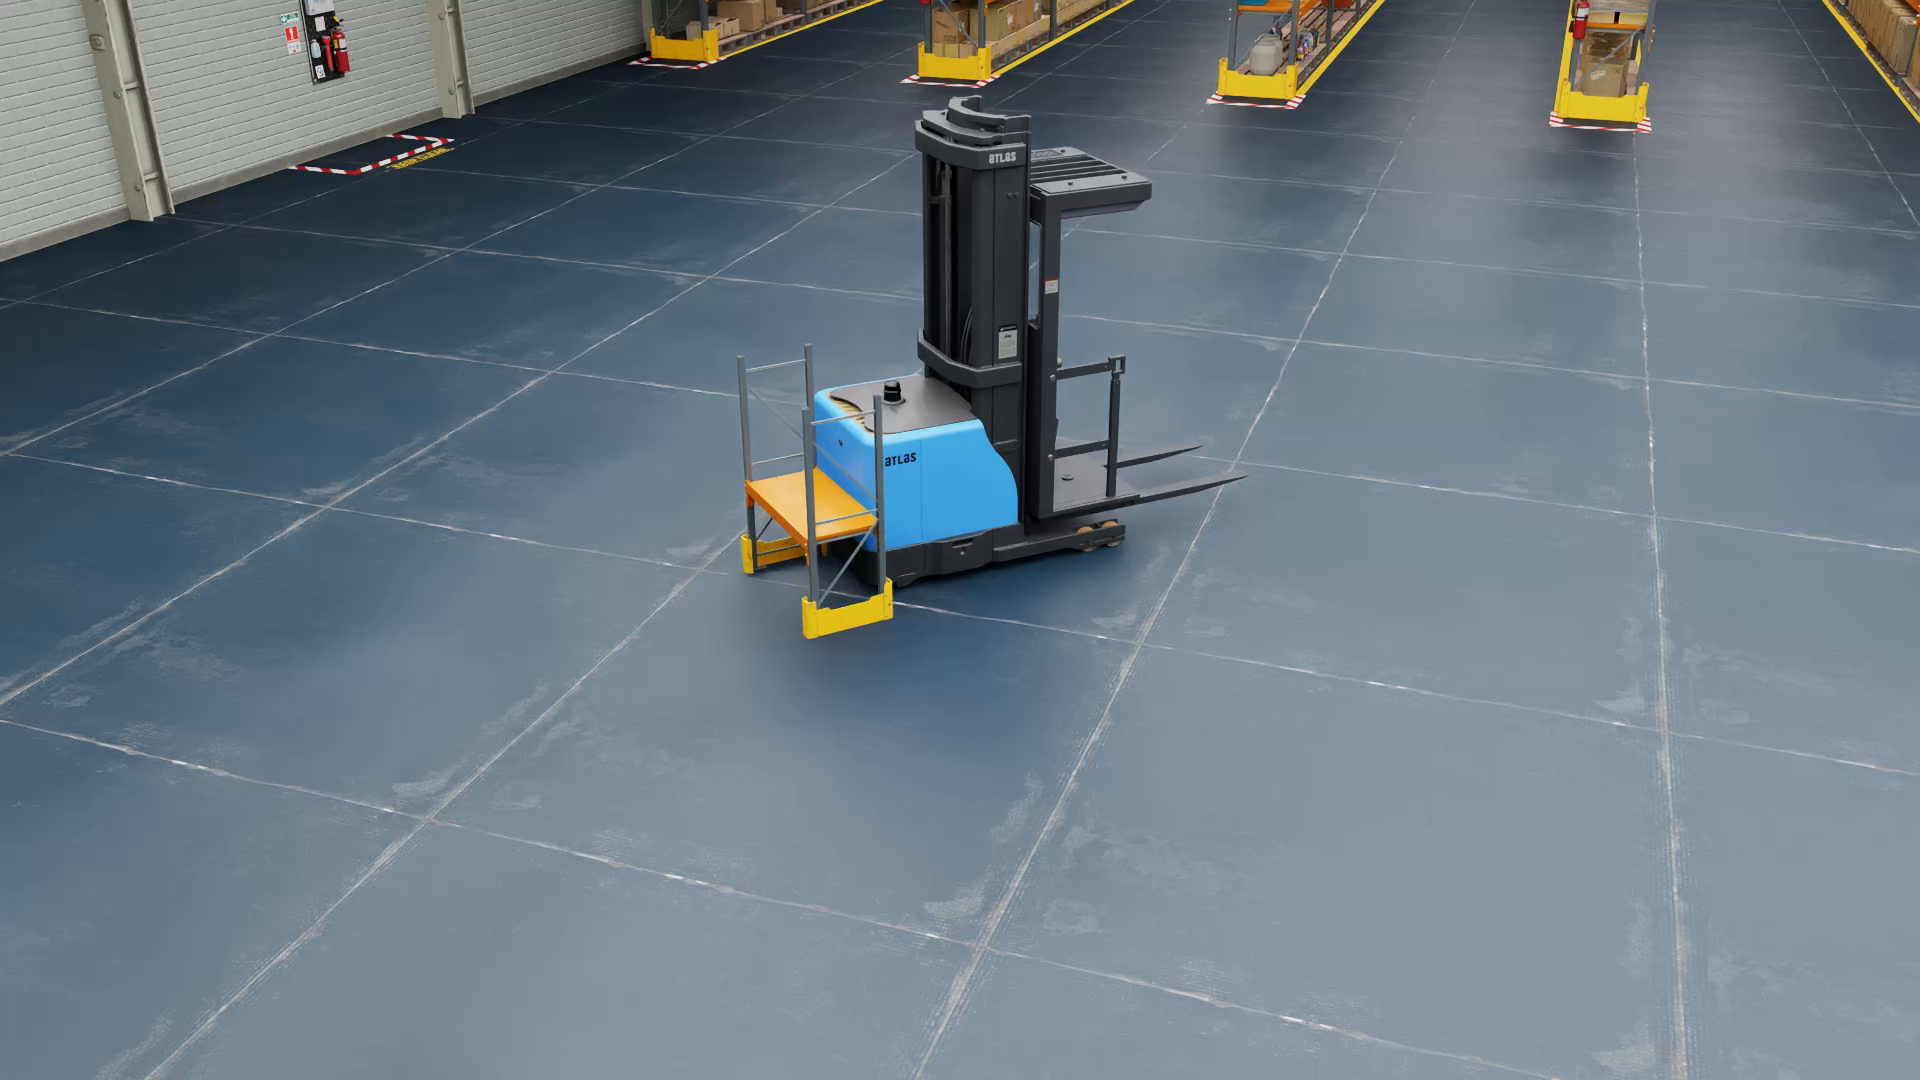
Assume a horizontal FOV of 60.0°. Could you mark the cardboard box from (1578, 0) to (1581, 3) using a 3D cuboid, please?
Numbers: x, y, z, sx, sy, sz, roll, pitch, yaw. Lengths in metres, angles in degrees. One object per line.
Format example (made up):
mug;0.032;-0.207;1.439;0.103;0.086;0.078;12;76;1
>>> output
cardboard box;9.522;-8.080;24.264;0.875;0.500;0.500;9;27;17

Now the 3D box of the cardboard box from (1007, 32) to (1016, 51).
cardboard box;0.638;-8.446;28.148;0.500;0.250;0.500;9;27;17

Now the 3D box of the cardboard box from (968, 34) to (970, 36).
cardboard box;-0.025;-8.317;27.882;0.500;0.250;0.500;9;27;17

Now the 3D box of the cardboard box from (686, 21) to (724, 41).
cardboard box;-4.438;-8.871;28.933;0.500;0.311;0.500;6;26;12

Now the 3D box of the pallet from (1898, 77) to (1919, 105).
pallet;14.908;-6.783;25.242;1.003;0.211;1.213;9;27;17

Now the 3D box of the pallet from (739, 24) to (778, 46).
pallet;-4.016;-9.216;30.266;1.003;0.211;1.213;9;27;17

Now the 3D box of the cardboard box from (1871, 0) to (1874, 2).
cardboard box;16.546;-9.704;29.600;0.500;0.250;0.500;8;27;16

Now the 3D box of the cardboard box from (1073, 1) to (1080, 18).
cardboard box;1.960;-10.043;31.447;0.500;0.250;0.500;8;27;16

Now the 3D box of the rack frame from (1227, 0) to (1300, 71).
rack frame;4.590;-8.175;24.916;1.000;3.000;0.127;9;27;17

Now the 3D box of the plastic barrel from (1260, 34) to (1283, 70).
plastic barrel;4.903;-7.732;26.373;0.421;0.512;0.421;0;26;0

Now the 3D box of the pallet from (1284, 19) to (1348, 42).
pallet;6.550;-9.395;30.635;1.003;0.211;1.213;9;27;17

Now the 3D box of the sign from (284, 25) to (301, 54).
sign;-8.472;-6.353;21.111;0.001;0.329;0.234;9;27;17

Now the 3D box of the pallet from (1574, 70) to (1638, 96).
pallet;9.997;-7.061;25.815;1.003;0.211;1.213;9;27;17

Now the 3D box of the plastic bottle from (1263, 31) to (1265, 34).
plastic bottle;5.056;-8.301;27.710;0.144;0.351;0.185;9;27;17

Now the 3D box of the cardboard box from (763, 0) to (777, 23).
cardboard box;-3.729;-9.896;30.834;0.500;0.500;0.500;7;27;14

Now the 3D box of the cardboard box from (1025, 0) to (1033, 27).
cardboard box;0.962;-9.195;28.836;0.500;0.500;0.500;9;27;17

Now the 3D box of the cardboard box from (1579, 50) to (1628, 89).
cardboard box;9.650;-7.025;24.928;0.500;0.500;0.500;17;30;31

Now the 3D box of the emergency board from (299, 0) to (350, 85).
emergency board;-8.191;-6.549;21.558;0.194;1.169;0.643;9;27;17

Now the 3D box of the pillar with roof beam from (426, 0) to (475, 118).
pillar with roof beam;-3.273;-9.635;21.047;9.100;9.000;0.400;9;27;17

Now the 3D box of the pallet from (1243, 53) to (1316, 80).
pallet;5.254;-7.791;27.322;1.003;0.211;1.213;9;27;17

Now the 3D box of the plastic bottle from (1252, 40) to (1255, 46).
plastic bottle;4.809;-8.019;27.206;0.061;0.283;0.133;9;27;19

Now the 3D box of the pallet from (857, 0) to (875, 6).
pallet;-2.352;-11.323;34.618;1.003;0.211;1.213;9;27;17

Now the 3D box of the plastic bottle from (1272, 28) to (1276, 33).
plastic bottle;5.319;-8.587;28.387;0.152;0.276;0.135;10;27;19

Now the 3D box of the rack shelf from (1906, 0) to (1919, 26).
rack shelf;15.901;-8.838;27.110;1.077;0.370;4.000;9;27;17

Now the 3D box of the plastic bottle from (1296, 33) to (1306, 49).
plastic bottle;5.766;-8.417;28.036;0.152;0.276;0.135;9;27;17

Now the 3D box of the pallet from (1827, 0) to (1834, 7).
pallet;18.492;-11.156;34.273;1.003;0.211;1.213;9;27;17

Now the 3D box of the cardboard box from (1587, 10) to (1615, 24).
cardboard box;9.160;-7.491;23.791;0.380;0.149;0.250;9;27;17

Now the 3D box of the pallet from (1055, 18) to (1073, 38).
pallet;1.459;-9.592;31.042;1.003;0.211;1.213;9;27;17

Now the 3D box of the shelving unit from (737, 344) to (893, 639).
shelving unit;-0.932;-0.332;10.437;0.587;1.500;1.083;-13;29;-25

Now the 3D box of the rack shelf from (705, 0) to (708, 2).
rack shelf;-4.087;-10.110;29.737;1.077;0.370;4.000;9;27;17

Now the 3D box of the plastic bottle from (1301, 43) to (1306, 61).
plastic bottle;5.579;-7.941;27.044;0.061;0.283;0.133;9;27;18

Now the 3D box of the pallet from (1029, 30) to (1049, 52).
pallet;0.947;-8.963;29.743;1.003;0.211;1.213;9;27;17

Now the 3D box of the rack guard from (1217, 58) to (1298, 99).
rack guard;4.570;-7.088;25.539;1.175;0.500;0.348;9;27;17

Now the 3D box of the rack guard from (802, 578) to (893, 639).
rack guard;-0.695;0.421;10.315;0.587;0.250;0.087;-13;29;-25

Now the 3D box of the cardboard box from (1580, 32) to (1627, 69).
cardboard box;10.237;-7.769;26.464;0.500;0.500;0.500;19;32;34

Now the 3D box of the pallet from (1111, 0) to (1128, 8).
pallet;2.866;-11.229;34.422;1.003;0.211;1.213;9;27;17

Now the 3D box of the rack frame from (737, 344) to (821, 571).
rack frame;-1.169;-0.523;10.833;0.500;1.500;0.032;-13;29;-25

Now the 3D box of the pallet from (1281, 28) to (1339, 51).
pallet;6.145;-8.892;29.596;1.003;0.211;1.213;9;27;17

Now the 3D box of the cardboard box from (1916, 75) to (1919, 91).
cardboard box;14.663;-6.953;24.348;0.875;0.875;0.875;9;27;18

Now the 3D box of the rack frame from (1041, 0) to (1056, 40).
rack frame;1.251;-10.539;29.797;1.000;3.000;0.127;9;27;17

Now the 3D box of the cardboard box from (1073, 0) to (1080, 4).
cardboard box;1.966;-10.294;31.322;0.500;0.311;0.500;8;27;16

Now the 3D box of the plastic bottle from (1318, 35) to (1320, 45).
plastic bottle;6.094;-8.563;28.423;0.097;0.201;0.097;0;26;0

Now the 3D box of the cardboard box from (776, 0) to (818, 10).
cardboard box;-3.193;-10.633;32.357;0.700;0.500;0.500;10;27;19

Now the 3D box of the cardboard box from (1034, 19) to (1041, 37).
cardboard box;1.127;-9.064;29.425;0.500;0.250;0.500;9;27;17

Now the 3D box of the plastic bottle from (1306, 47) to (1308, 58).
plastic bottle;5.667;-8.036;27.335;0.097;0.201;0.097;0;26;0

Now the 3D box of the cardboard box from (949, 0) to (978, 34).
cardboard box;0.137;-8.860;28.144;0.500;0.500;0.500;9;27;17

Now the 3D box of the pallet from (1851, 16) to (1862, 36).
pallet;17.235;-9.549;30.953;1.003;0.211;1.213;9;27;17

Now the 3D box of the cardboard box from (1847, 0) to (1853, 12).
cardboard box;17.401;-10.426;31.951;0.500;0.500;0.500;10;28;19

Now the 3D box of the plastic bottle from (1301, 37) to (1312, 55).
plastic bottle;5.749;-8.207;27.602;0.152;0.276;0.135;9;27;18

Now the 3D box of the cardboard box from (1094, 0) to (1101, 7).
cardboard box;2.469;-10.670;32.742;0.500;0.250;0.500;8;27;17

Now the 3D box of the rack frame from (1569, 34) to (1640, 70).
rack frame;10.591;-9.100;26.827;1.000;3.000;0.127;9;27;17

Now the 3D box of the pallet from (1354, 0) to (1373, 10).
pallet;7.882;-11.037;34.027;1.003;0.211;1.213;9;27;17

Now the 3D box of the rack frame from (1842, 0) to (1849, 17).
rack frame;17.897;-11.627;32.046;1.000;3.000;0.127;9;27;17

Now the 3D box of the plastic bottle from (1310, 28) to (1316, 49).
plastic bottle;5.914;-8.439;27.996;0.144;0.351;0.185;7;27;15

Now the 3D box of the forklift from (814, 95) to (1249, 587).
forklift;0.570;-1.437;11.078;3.031;2.935;1.130;-12;28;-23

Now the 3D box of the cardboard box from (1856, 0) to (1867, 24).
cardboard box;16.875;-9.788;30.634;0.500;0.500;0.500;8;27;15

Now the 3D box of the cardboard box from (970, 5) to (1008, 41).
cardboard box;0.473;-8.578;27.560;0.500;0.500;0.500;9;27;17

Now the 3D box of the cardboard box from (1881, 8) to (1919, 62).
cardboard box;15.681;-8.180;27.026;1.050;0.750;0.750;9;27;17
